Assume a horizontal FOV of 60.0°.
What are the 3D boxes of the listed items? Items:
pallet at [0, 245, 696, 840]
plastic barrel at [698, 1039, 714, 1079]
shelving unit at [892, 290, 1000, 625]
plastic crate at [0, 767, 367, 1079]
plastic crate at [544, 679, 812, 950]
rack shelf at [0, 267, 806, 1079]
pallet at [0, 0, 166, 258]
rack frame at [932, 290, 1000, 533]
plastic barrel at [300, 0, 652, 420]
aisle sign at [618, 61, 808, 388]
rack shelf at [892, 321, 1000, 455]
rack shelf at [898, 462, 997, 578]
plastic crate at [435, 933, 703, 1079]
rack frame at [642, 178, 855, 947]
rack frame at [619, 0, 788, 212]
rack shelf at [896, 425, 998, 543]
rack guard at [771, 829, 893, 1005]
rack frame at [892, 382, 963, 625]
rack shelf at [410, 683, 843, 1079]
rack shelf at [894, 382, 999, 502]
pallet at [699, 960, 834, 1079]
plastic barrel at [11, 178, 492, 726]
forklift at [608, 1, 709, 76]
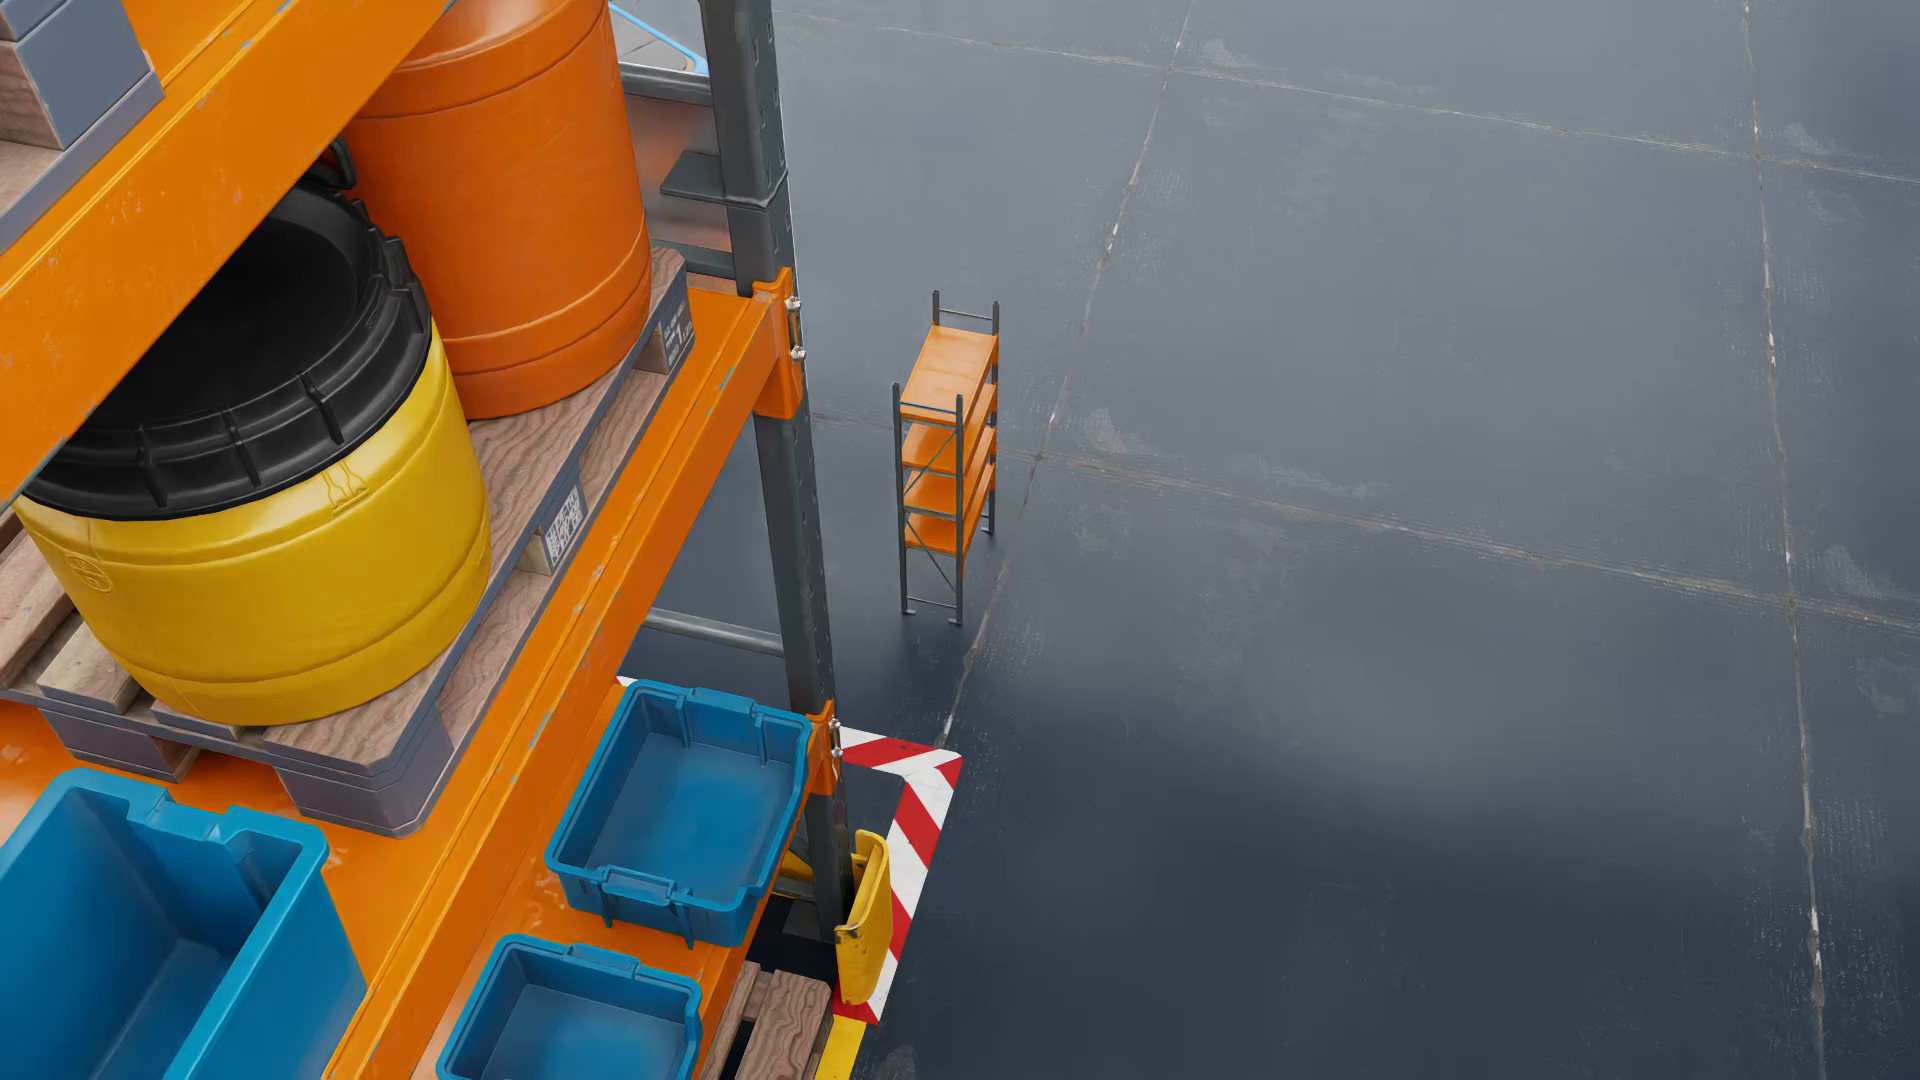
[{"bbox_3d":[-1.153,-0.139,2.916,1.003,0.211,1.213,12,50,10],"label":"pallet"},{"bbox_3d":[-0.940,1.387,4.823,0.421,0.512,0.421,0,49,0],"label":"plastic barrel"},{"bbox_3d":[-0.044,-0.277,6.113,0.258,1.200,0.503,12,50,10],"label":"shelving unit"},{"bbox_3d":[-1.052,0.663,2.093,0.392,0.384,0.575,12,50,10],"label":"plastic crate"},{"bbox_3d":[-0.684,0.682,4.165,0.499,0.251,0.616,12,50,10],"label":"plastic crate"},{"bbox_3d":[-1.367,0.904,2.349,1.077,0.370,4.000,12,50,10],"label":"rack shelf"},{"bbox_3d":[-1.384,-0.172,1.211,1.003,0.211,1.213,12,50,10],"label":"pallet"},{"bbox_3d":[0.021,-0.454,6.269,0.240,1.200,0.015,12,50,10],"label":"rack frame"},{"bbox_3d":[-0.846,-0.685,2.706,0.600,0.830,0.708,12,50,10],"label":"plastic barrel"},{"bbox_3d":[-0.535,-0.642,3.501,0.394,0.787,0.004,12,50,10],"label":"aisle sign"},{"bbox_3d":[-0.044,-0.537,5.819,0.258,0.148,0.480,12,50,10],"label":"rack shelf"},{"bbox_3d":[-0.044,-0.101,6.313,0.258,0.148,0.480,12,50,10],"label":"rack shelf"},{"bbox_3d":[-0.860,1.151,3.752,0.499,0.251,0.408,12,50,10],"label":"plastic crate"},{"bbox_3d":[-0.841,0.212,4.481,1.000,3.000,0.127,12,50,10],"label":"rack frame"},{"bbox_3d":[-0.841,-1.773,2.232,1.000,3.000,0.127,12,50,10],"label":"rack frame"},{"bbox_3d":[-0.044,-0.233,6.164,0.258,0.148,0.480,12,50,10],"label":"rack shelf"},{"bbox_3d":[-0.815,1.103,5.362,1.175,0.500,0.348,12,50,10],"label":"rack guard"},{"bbox_3d":[-0.108,-0.101,5.958,0.240,1.200,0.015,12,50,10],"label":"rack frame"},{"bbox_3d":[-1.367,1.897,3.474,1.077,0.370,4.000,12,50,10],"label":"rack shelf"},{"bbox_3d":[-0.044,-0.381,5.996,0.258,0.148,0.480,12,50,10],"label":"rack shelf"},{"bbox_3d":[-1.034,1.786,4.952,1.003,0.211,1.213,12,50,10],"label":"pallet"},{"bbox_3d":[-1.018,-0.132,2.379,0.600,0.588,0.600,0,49,0],"label":"plastic barrel"},{"bbox_3d":[-2.423,-2.764,7.154,3.031,2.935,1.130,36,58,27],"label":"forklift"}]
